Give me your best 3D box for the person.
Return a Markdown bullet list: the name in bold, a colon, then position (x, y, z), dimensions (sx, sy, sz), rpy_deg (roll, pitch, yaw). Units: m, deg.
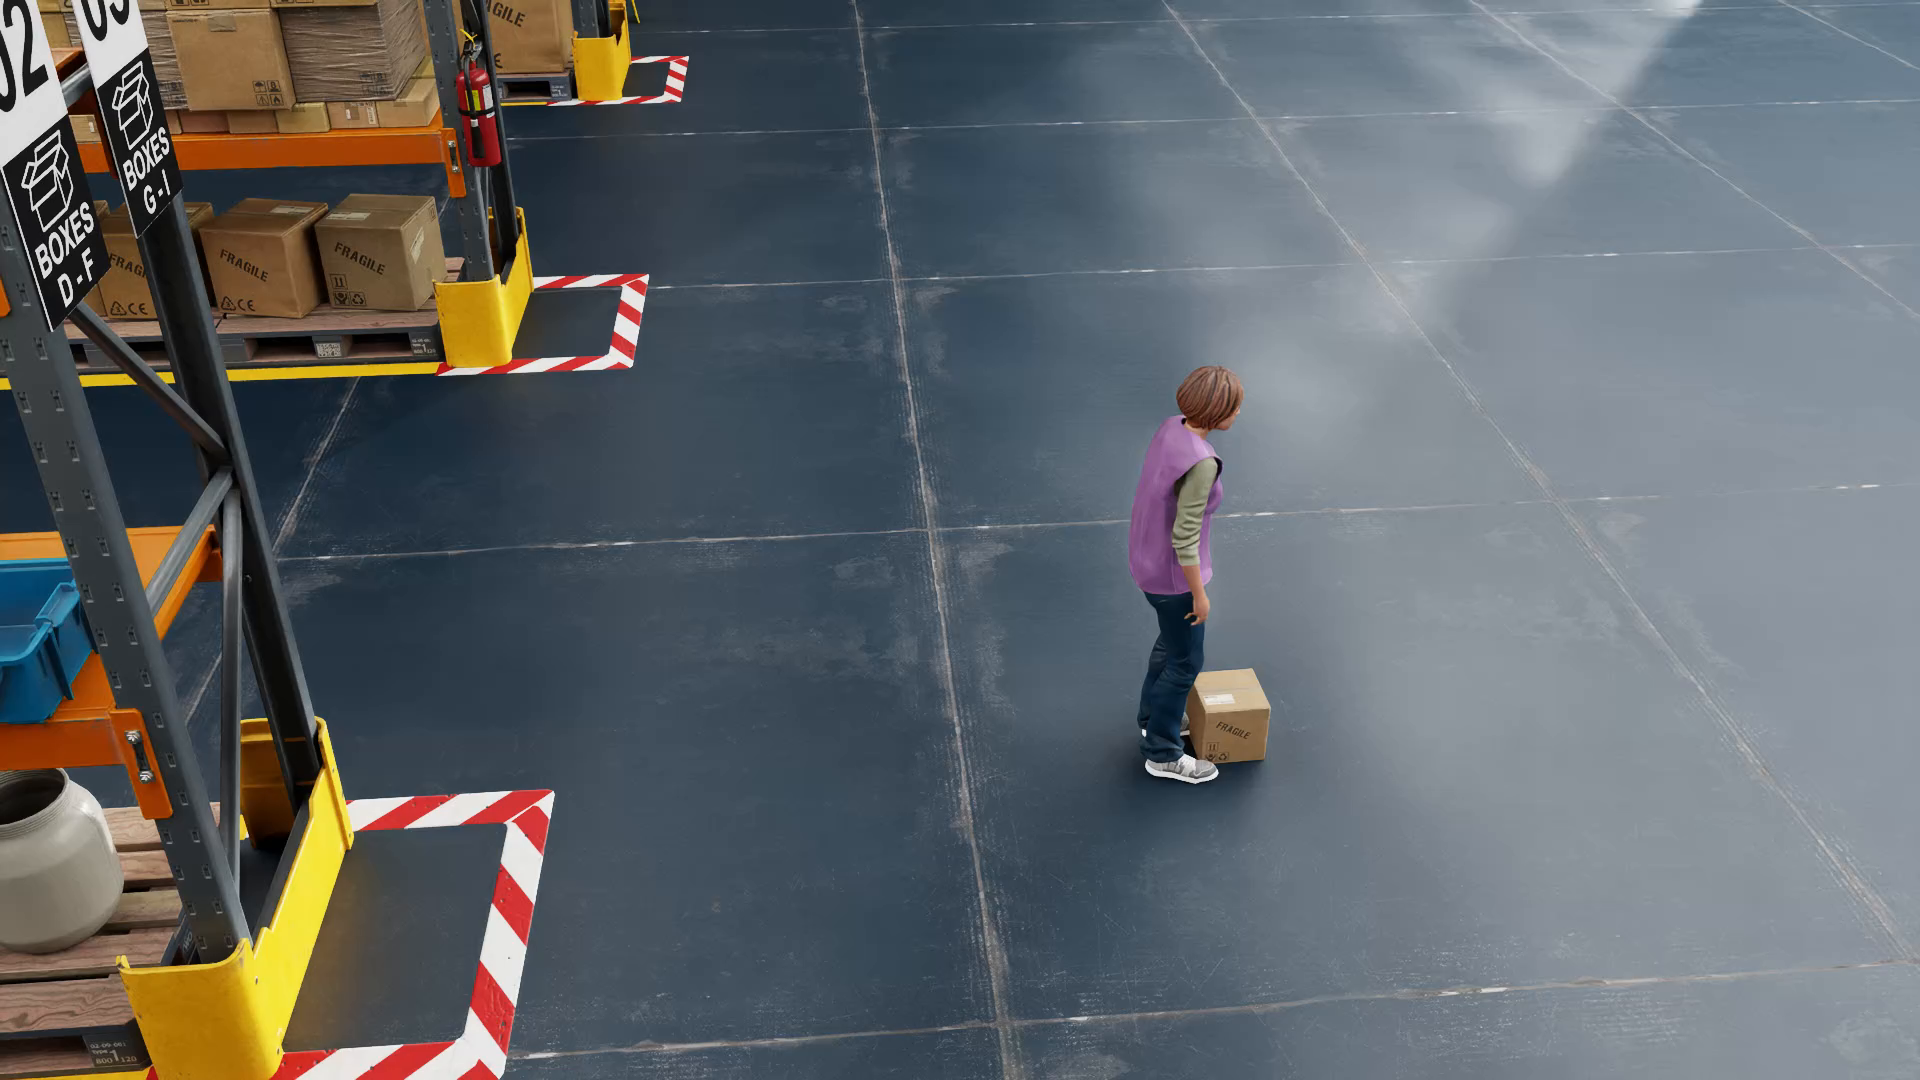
- **person**: position (0.793, 0.115, 5.959), dimensions (0.366, 1.591, 0.470), rpy_deg (-3, 32, -5)
